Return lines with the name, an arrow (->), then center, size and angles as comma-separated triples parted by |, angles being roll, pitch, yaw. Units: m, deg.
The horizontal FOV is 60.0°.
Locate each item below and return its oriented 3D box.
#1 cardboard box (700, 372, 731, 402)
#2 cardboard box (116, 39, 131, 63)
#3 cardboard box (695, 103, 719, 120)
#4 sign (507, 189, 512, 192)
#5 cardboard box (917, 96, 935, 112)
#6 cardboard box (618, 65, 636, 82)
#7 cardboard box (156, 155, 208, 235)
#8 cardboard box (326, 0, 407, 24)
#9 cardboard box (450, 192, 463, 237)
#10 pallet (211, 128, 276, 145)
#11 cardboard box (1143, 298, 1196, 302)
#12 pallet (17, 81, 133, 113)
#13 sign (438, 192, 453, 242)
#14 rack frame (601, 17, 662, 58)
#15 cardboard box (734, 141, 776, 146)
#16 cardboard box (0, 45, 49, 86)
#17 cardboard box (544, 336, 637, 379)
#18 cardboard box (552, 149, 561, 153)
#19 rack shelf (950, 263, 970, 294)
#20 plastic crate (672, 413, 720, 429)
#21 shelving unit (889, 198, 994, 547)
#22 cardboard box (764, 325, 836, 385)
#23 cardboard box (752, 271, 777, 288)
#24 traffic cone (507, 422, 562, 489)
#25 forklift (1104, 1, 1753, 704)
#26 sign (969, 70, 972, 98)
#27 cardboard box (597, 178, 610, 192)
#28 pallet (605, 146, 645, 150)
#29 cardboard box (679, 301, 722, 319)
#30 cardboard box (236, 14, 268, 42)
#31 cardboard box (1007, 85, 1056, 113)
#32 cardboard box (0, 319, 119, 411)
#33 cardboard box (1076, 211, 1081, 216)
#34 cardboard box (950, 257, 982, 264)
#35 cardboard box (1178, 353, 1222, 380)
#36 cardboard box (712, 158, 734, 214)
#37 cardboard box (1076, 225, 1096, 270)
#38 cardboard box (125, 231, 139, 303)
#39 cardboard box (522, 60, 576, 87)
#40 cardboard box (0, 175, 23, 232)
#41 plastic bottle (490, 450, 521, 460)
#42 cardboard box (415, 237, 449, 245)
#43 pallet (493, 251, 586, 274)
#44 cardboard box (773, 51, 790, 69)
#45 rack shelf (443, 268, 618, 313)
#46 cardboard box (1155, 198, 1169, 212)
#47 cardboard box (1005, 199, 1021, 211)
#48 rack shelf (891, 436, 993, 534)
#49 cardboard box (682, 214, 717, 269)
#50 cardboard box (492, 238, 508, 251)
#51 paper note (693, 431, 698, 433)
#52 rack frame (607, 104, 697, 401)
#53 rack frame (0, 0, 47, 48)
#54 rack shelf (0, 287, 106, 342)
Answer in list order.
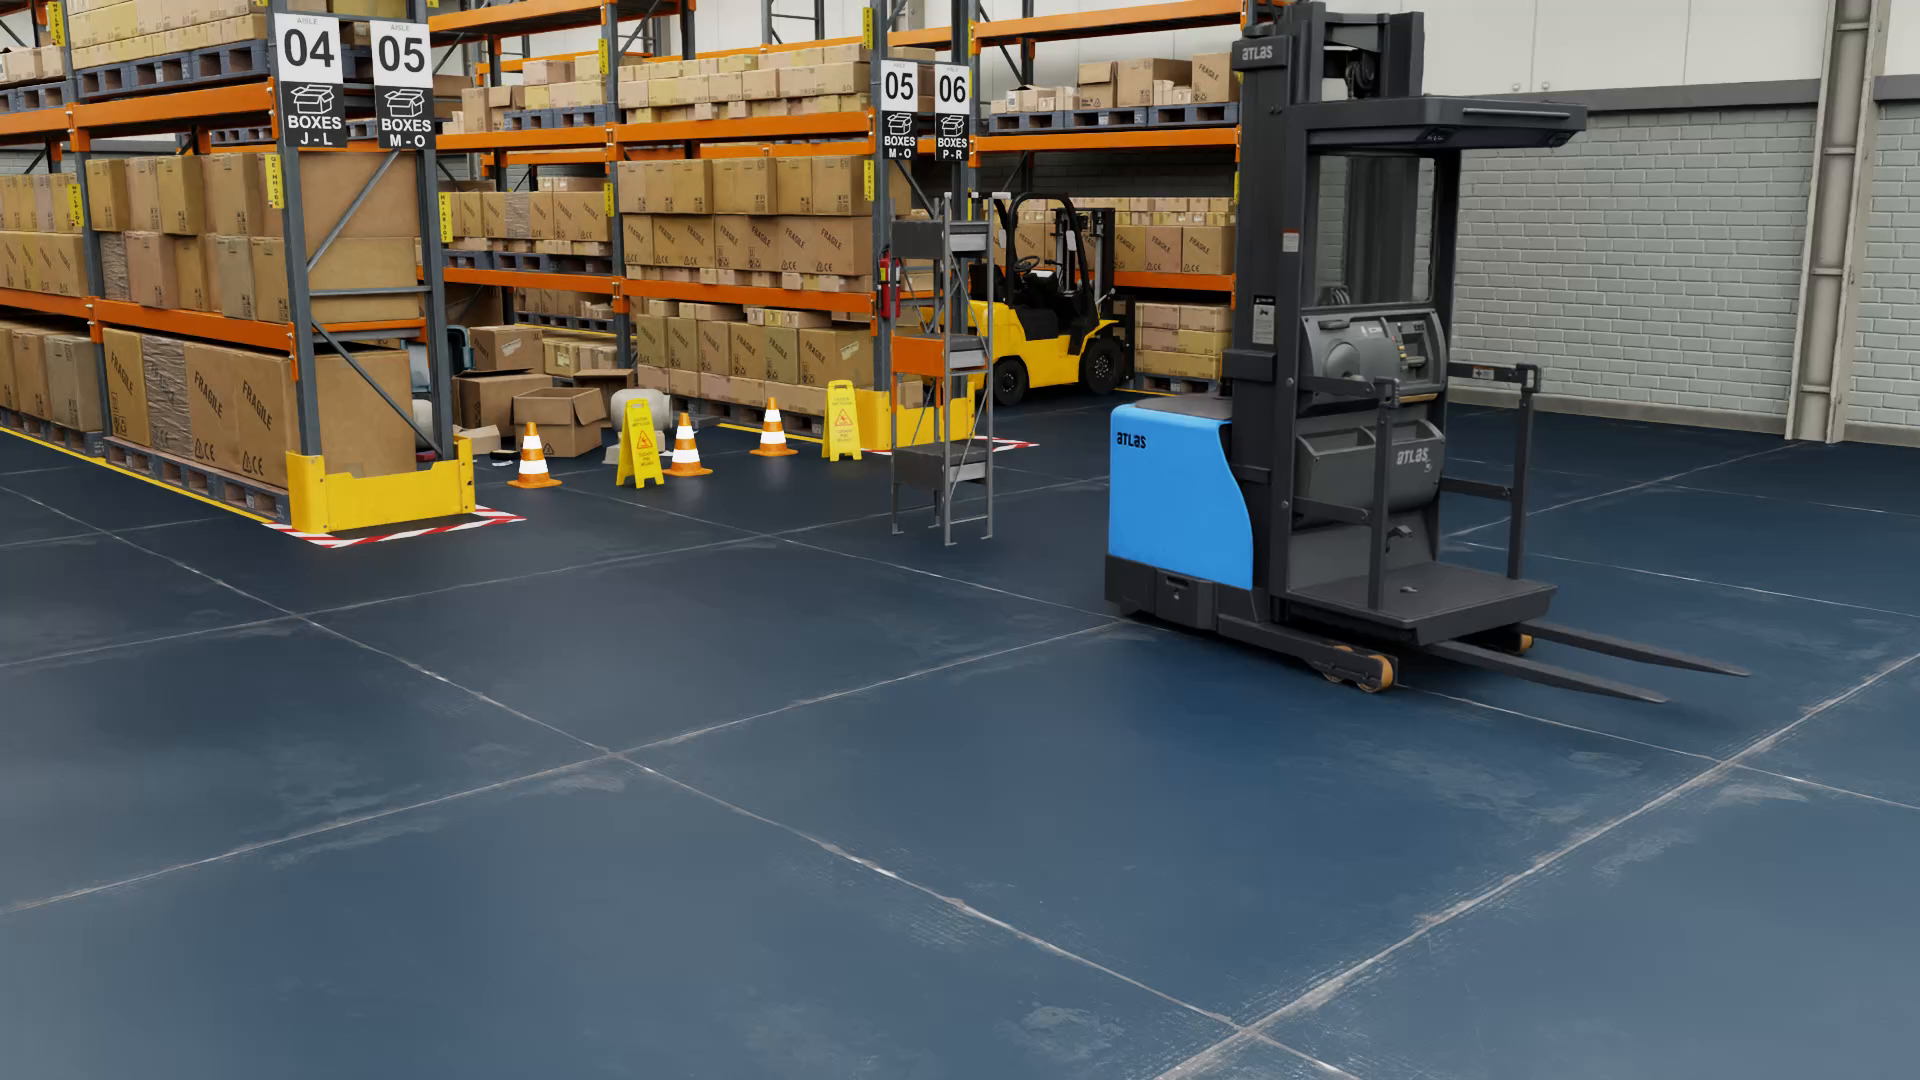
cardboard box -> -2.137, -1.482, 15.945 | 0.500, 0.250, 0.500 | -11, 16, -43
cardboard box -> -5.895, -3.548, 12.098 | 0.380, 0.149, 0.250 | -11, 16, -43
cardboard box -> -2.229, -3.966, 15.418 | 0.380, 0.149, 0.250 | -11, 16, -44
sign -> -5.471, -4.089, 20.153 | 0.100, 0.325, 0.005 | -11, 16, -43
cardboard box -> -0.326, -3.756, 14.399 | 0.380, 0.149, 0.250 | -11, 16, -42
cardboard box -> -3.113, -4.545, 16.253 | 0.380, 0.149, 0.250 | -11, 16, -44
cardboard box -> -5.266, -2.501, 12.070 | 0.875, 0.550, 0.500 | -11, 16, -43
cardboard box -> -3.990, -3.514, 10.947 | 0.500, 0.250, 0.500 | -11, 16, -43
cardboard box -> -5.713, -3.786, 19.331 | 0.500, 0.500, 0.500 | 11, 16, 44
pallet -> -10.015, -5.792, 23.879 | 1.003, 0.211, 1.213 | -11, 16, -43
cardboard box -> 2.375, -2.601, 18.897 | 0.500, 0.250, 0.500 | -11, 16, -43
pallet -> -7.273, -3.698, 13.968 | 1.217, 0.209, 0.805 | 11, 16, 43
sign -> -3.437, -2.151, 11.078 | 0.100, 0.325, 0.005 | -11, 16, -43
rack frame -> -5.031, -7.698, 25.477 | 1.000, 3.000, 0.127 | -11, 16, -43
cardboard box -> -2.799, -5.613, 23.160 | 0.500, 0.250, 0.500 | 11, 16, 43
cardboard box -> -7.974, -4.101, 14.382 | 0.500, 0.311, 0.500 | 11, 16, 43
cardboard box -> -3.957, -2.000, 18.155 | 0.950, 0.372, 0.625 | -10, 15, -39
cardboard box -> -6.348, -6.310, 26.792 | 0.380, 0.149, 0.250 | -11, 16, -42
rack shelf -> -0.888, -3.532, 21.904 | 1.077, 0.370, 4.000 | -11, 16, -43
plastic crate -> -2.603, -1.127, 15.683 | 0.583, 0.080, 0.402 | 6, 13, 26
shelving unit -> -0.114, -1.053, 10.317 | 0.431, 2.100, 0.503 | -11, 16, -43
cardboard box -> -1.437, -1.699, 15.140 | 0.500, 0.500, 0.500 | -10, 15, -40
cardboard box -> -1.679, -2.395, 15.226 | 0.380, 0.149, 0.250 | -11, 16, -43
traffic cone -> -3.182, -0.645, 12.395 | 0.336, 0.463, 0.334 | -11, 16, -43
forklift -> 2.028, -0.886, 7.446 | 1.130, 2.935, 3.031 | -9, 14, -36
sign -> 0.107, -5.392, 19.655 | 0.100, 0.325, 0.005 | -11, 16, -43
cardboard box -> -3.988, -3.880, 18.179 | 0.380, 0.149, 0.250 | -10, 15, -39
pallet -> -4.632, -6.032, 25.289 | 1.213, 0.211, 1.003 | -11, 16, -43
cardboard box -> -2.483, -2.219, 16.057 | 0.380, 0.149, 0.250 | -10, 15, -40
cardboard box -> -4.317, -3.214, 10.478 | 0.380, 0.149, 0.250 | -11, 16, -43
cardboard box -> 0.891, -5.117, 19.315 | 0.500, 0.311, 0.500 | -10, 16, -41
cardboard box -> -8.405, -1.655, 15.544 | 1.050, 0.750, 0.750 | -11, 16, -42
cardboard box -> 1.386, -3.685, 19.010 | 0.250, 0.149, 0.380 | 11, 16, 43
cardboard box -> -0.044, -3.556, 20.610 | 0.500, 0.250, 0.500 | -10, 16, -41
cardboard box -> 2.703, -1.892, 17.936 | 0.500, 0.250, 0.500 | -11, 16, -42
cardboard box -> -1.857, -3.272, 15.397 | 0.700, 0.500, 0.500 | -11, 16, -43
cardboard box -> 1.665, -3.317, 18.828 | 0.500, 0.500, 0.500 | -11, 16, -42
cardboard box -> -5.945, -2.140, 12.993 | 0.875, 0.550, 0.550 | -11, 16, -43
cardboard box -> -4.307, -4.959, 17.707 | 0.500, 0.250, 0.500 | -11, 16, -42
cardboard box -> -8.358, -3.103, 15.314 | 0.700, 0.500, 0.500 | -11, 16, -43
plastic bottle -> -3.762, -0.700, 13.657 | 0.283, 0.061, 0.133 | 6, 13, 26
cardboard box -> -6.375, -3.691, 20.025 | 0.500, 0.250, 0.500 | -11, 16, -43
pallet -> -4.460, -3.107, 18.533 | 1.003, 0.211, 1.213 | -11, 16, -43
cardboard box -> -1.420, -4.220, 14.673 | 0.380, 0.149, 0.250 | -11, 16, -43
rack shelf -> -4.475, -2.840, 18.544 | 1.077, 0.370, 4.000 | -11, 16, -43
cardboard box -> 2.345, -3.657, 18.135 | 0.380, 0.149, 0.250 | -11, 16, -42
cardboard box -> 0.758, -3.994, 19.771 | 0.380, 0.149, 0.250 | -11, 16, -42
rack shelf -> -0.114, -0.354, 10.461 | 0.431, 0.518, 0.480 | -11, 16, -43
cardboard box -> -2.291, -2.847, 15.810 | 0.500, 0.500, 0.500 | -11, 16, -43
cardboard box -> -5.042, -3.334, 18.741 | 0.380, 0.149, 0.250 | -10, 15, -39
paper note -> -2.472, -0.983, 15.107 | 0.148, 0.019, 0.142 | 6, 13, 26
rack frame -> -3.094, -2.900, 17.055 | 1.000, 3.000, 0.127 | -11, 16, -43
rack frame -> -9.367, -5.718, 15.864 | 1.000, 3.000, 0.127 | -11, 16, -43
rack shelf -> -7.986, -2.135, 15.125 | 1.077, 0.370, 4.000 | -11, 16, -43
